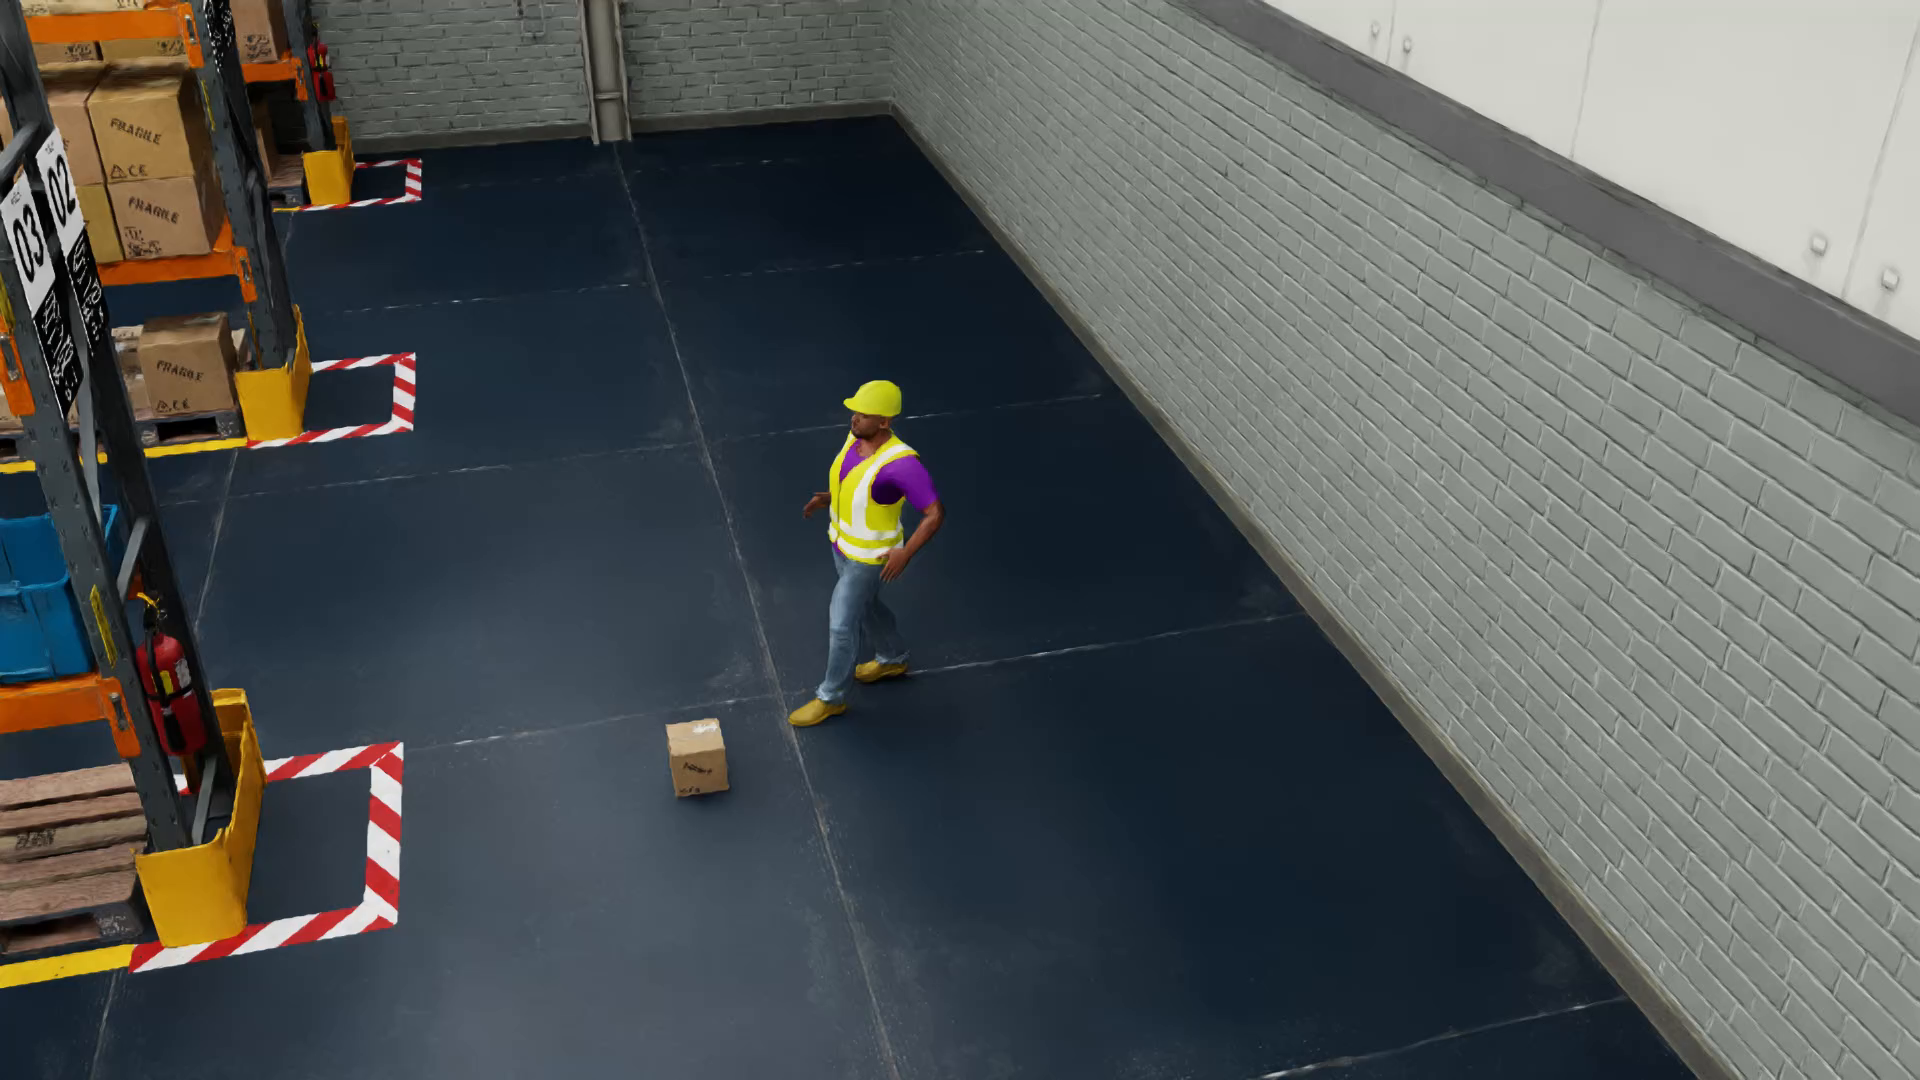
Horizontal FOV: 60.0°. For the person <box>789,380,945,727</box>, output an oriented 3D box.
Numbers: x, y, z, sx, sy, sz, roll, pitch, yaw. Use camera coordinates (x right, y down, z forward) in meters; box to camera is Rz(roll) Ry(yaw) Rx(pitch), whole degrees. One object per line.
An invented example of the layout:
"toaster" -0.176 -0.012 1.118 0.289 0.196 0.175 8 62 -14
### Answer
"person" -0.555 0.060 8.107 0.740 1.761 0.750 -15 33 -25
